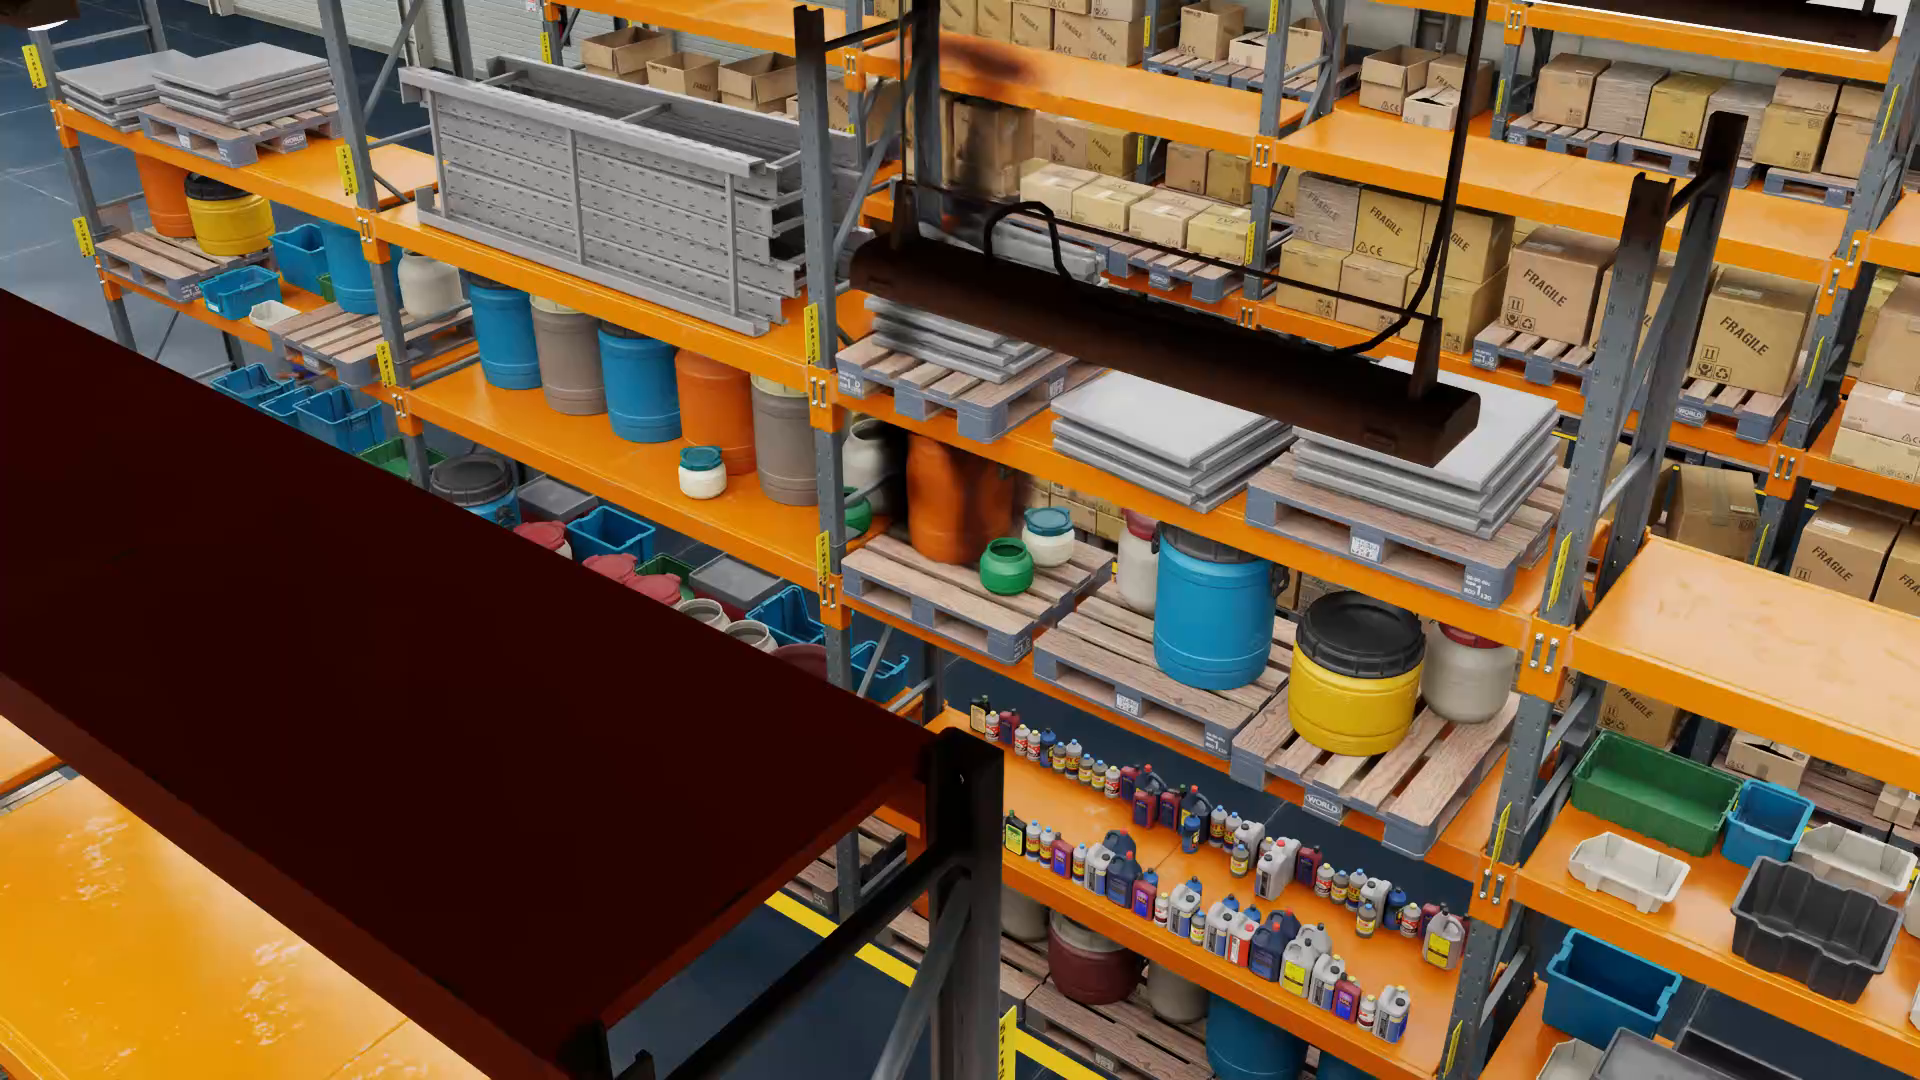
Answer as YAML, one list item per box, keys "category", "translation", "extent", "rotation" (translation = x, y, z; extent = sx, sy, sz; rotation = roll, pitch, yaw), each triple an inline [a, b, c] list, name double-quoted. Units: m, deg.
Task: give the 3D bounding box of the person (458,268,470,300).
- category: "person"
  translation: [-5.640, -3.329, 19.042]
  extent: [0.728, 1.792, 0.672]
  rotation: [-12, 34, -19]

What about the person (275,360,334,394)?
- category: "person"
  translation: [-6.210, -1.462, 16.112]
  extent: [0.726, 1.619, 0.576]
  rotation: [3, 32, 4]
